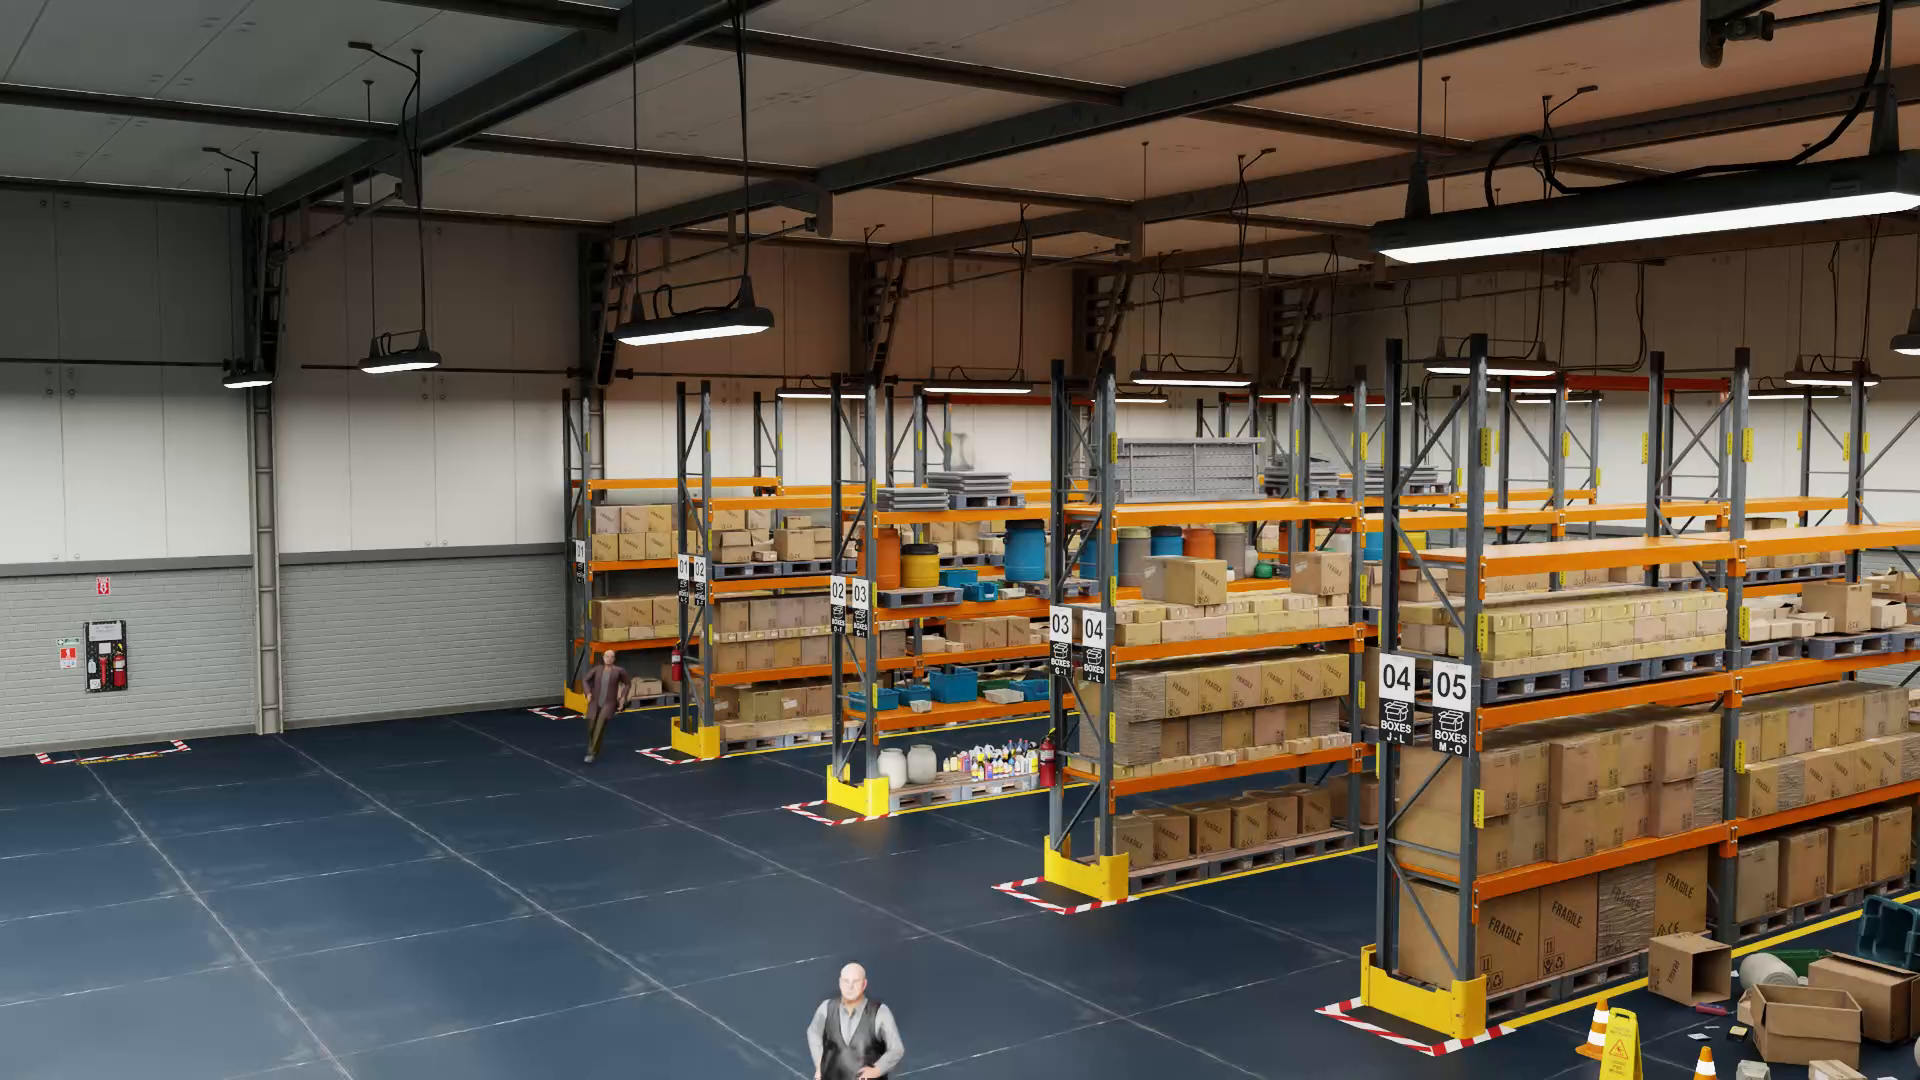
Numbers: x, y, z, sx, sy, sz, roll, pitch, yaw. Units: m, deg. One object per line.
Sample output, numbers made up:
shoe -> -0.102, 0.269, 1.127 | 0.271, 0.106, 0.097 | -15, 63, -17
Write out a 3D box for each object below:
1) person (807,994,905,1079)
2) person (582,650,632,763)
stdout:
person -> -0.690, 3.698, 10.820 | 0.671, 1.509, 0.913 | 0, 4, 5
person -> -5.615, 2.609, 26.350 | 0.773, 1.720, 0.916 | 0, 4, 0
